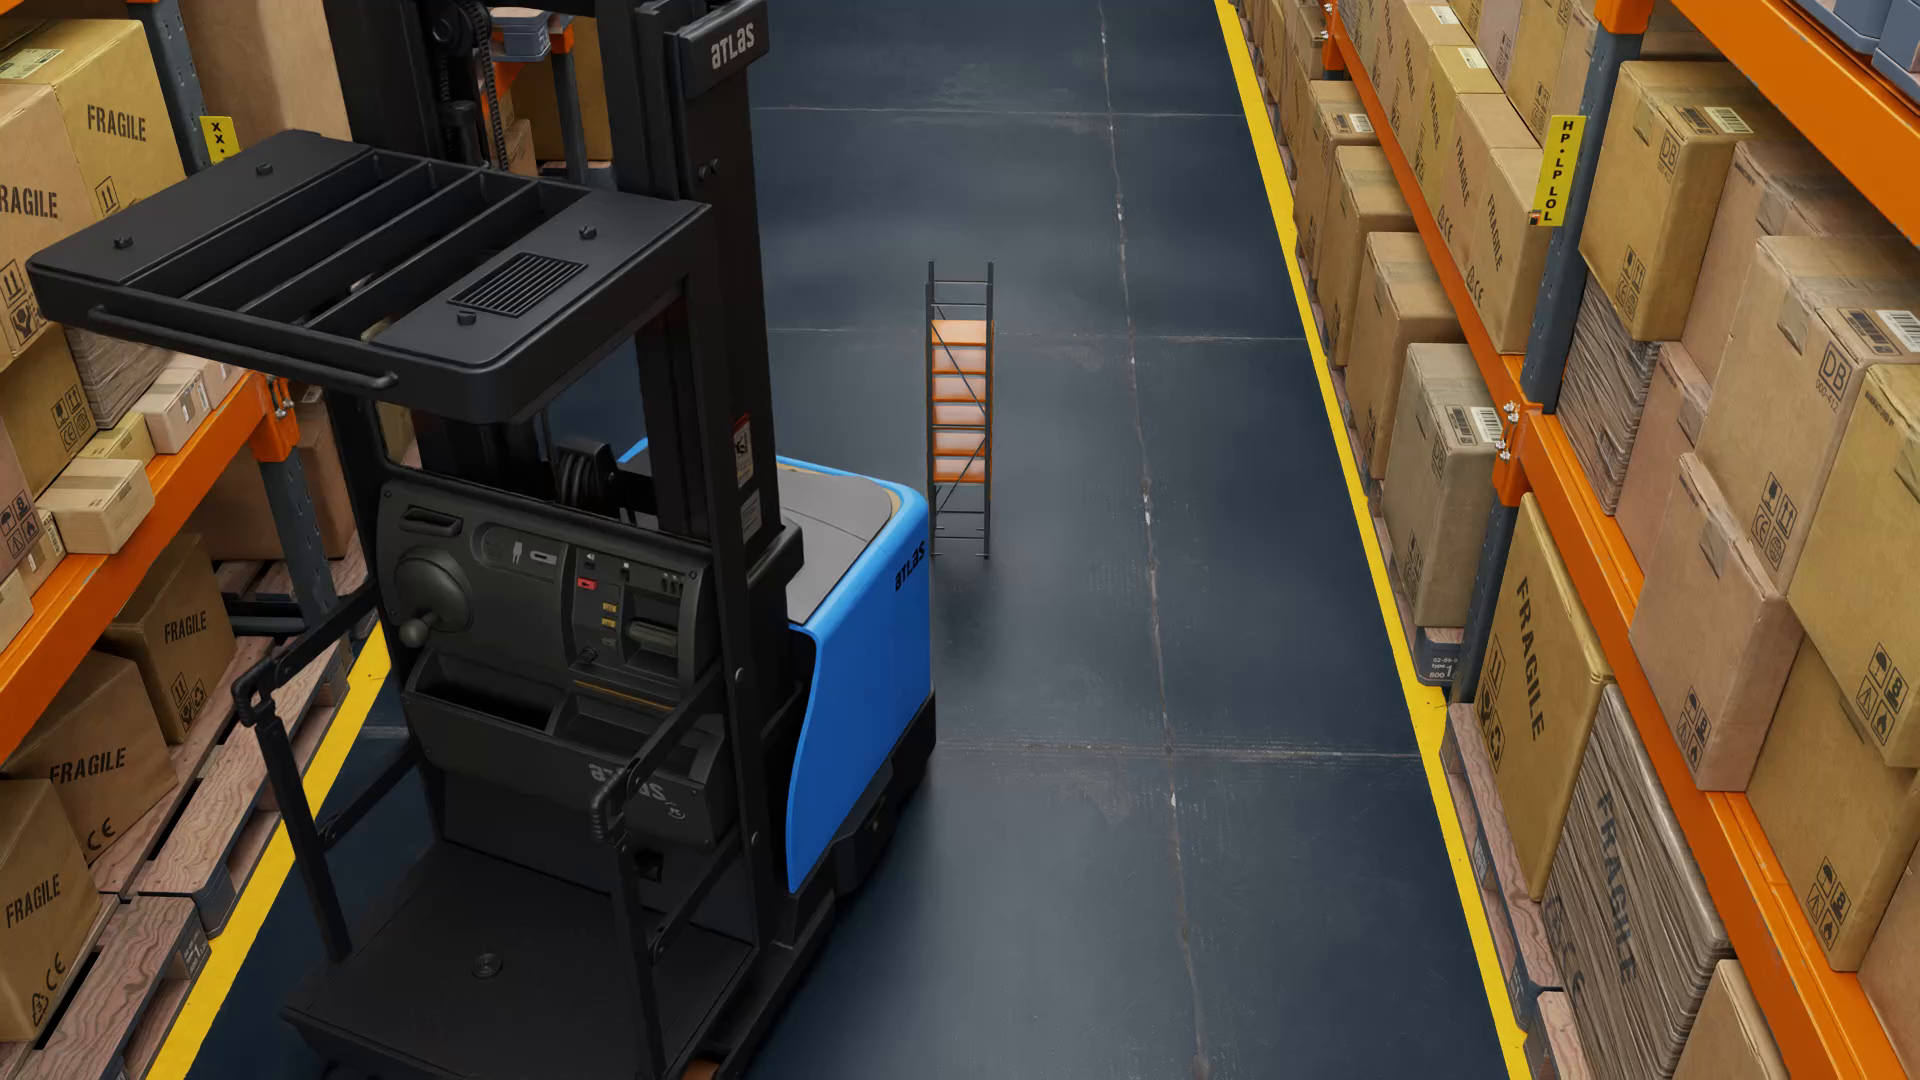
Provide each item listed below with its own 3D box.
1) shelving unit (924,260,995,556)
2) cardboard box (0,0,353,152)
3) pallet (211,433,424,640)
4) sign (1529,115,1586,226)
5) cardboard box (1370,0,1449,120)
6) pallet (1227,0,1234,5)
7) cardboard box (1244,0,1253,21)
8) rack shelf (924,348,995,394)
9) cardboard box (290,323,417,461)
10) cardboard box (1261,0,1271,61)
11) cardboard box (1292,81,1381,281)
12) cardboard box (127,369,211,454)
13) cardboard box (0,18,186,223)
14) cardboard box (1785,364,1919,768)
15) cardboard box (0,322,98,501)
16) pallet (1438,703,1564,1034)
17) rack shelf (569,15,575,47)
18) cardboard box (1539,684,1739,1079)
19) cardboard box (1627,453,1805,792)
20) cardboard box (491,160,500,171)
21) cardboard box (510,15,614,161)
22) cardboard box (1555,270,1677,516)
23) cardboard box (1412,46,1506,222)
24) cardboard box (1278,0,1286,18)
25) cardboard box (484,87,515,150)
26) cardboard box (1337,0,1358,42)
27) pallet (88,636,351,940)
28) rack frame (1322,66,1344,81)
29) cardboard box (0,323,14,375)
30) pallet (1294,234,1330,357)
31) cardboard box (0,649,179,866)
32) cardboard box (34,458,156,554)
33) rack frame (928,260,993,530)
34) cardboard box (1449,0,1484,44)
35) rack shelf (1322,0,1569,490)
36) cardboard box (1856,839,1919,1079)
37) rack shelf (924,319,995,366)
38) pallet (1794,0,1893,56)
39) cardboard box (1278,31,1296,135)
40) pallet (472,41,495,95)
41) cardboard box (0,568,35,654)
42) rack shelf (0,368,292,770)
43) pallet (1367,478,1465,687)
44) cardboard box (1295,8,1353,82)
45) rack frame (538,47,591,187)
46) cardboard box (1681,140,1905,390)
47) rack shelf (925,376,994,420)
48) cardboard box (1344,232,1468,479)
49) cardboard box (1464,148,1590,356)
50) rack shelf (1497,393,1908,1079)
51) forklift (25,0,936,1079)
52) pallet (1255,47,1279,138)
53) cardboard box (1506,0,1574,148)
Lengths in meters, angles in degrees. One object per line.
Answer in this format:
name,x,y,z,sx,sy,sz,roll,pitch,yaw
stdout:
shelving unit,-0.001,-0.483,6.393,0.258,1.200,0.189,1,35,2
cardboard box,-2.555,-1.630,5.574,1.000,1.000,1.000,2,35,2
pallet,-2.697,-0.066,6.661,1.003,0.211,1.213,1,35,2
sign,1.683,-1.035,4.676,0.100,0.325,0.005,1,35,2
cardboard box,2.060,-2.092,7.032,0.500,0.500,0.500,1,35,2
pallet,2.538,-4.429,12.869,1.003,0.211,1.213,1,35,2
cardboard box,2.252,-3.914,11.519,0.500,0.500,0.500,3,35,4
rack shelf,-0.001,-0.643,6.281,0.258,0.103,0.180,1,35,2
cardboard box,-2.643,-0.543,6.705,0.700,0.500,0.500,1,35,2
cardboard box,2.225,-3.309,10.658,0.500,0.500,0.500,2,35,3
cardboard box,2.272,-1.789,8.278,1.050,0.750,0.750,1,35,1
cardboard box,-2.461,-0.383,4.905,0.380,0.149,0.250,1,35,2
cardboard box,-2.470,-1.066,4.444,0.500,0.500,0.500,1,35,2
cardboard box,2.098,0.051,2.999,0.875,0.550,0.500,1,35,2
cardboard box,-2.862,-0.379,4.335,0.875,0.500,0.500,1,35,2
pallet,2.116,0.989,5.159,1.003,0.211,1.213,1,35,2
rack shelf,-2.486,-3.913,10.334,1.077,0.370,4.000,1,35,2
cardboard box,2.098,0.988,4.218,0.875,0.875,0.875,2,35,2
cardboard box,2.084,0.188,3.744,0.875,0.550,0.550,1,35,2
cardboard box,-2.582,-1.511,8.082,0.700,0.500,0.500,-1,35,-2
cardboard box,-2.518,-2.756,9.546,1.225,0.875,0.875,0,35,0
cardboard box,2.222,-0.436,4.631,0.875,0.550,0.550,1,35,2
cardboard box,2.020,-1.515,6.209,0.500,0.500,0.500,2,35,2
cardboard box,2.197,-3.322,10.025,0.500,0.250,0.500,2,35,3
cardboard box,-2.563,-2.136,8.320,0.500,0.250,0.500,3,35,4
cardboard box,2.098,-2.674,7.860,0.500,0.500,0.500,2,35,2
pallet,-2.718,0.768,5.474,1.003,0.211,1.213,1,35,2
rack frame,2.386,-2.885,8.247,1.000,3.000,0.127,1,35,2
cardboard box,-2.510,-0.492,3.626,0.500,0.500,0.500,1,35,2
pallet,2.279,-1.293,8.406,1.003,0.211,1.213,1,35,2
cardboard box,-2.798,0.649,5.026,0.500,0.500,0.500,12,37,17
cardboard box,-2.430,-0.095,4.495,0.380,0.149,0.250,1,35,2
rack frame,0.003,-0.535,6.468,0.240,1.200,0.006,1,35,2
cardboard box,2.300,-2.198,6.313,0.700,0.500,0.500,1,35,1
rack shelf,2.306,-1.442,6.818,1.077,0.370,4.000,1,35,2
cardboard box,2.182,0.800,2.872,0.875,0.550,0.550,1,35,2
rack shelf,-0.001,-0.741,6.212,0.258,0.103,0.180,1,35,2
pallet,2.182,-1.308,3.471,1.003,0.211,1.213,1,35,2
cardboard box,2.176,-2.717,9.815,0.500,0.500,0.500,3,35,4
pallet,-2.605,-1.841,6.928,1.003,0.211,1.213,1,35,2
cardboard box,-2.541,0.190,4.089,0.380,0.149,0.250,1,35,2
rack shelf,-2.807,0.684,3.794,1.077,0.370,4.000,1,35,2
pallet,2.181,0.109,6.412,1.003,0.211,1.213,1,35,2
cardboard box,2.151,-2.740,9.197,0.500,0.250,0.500,1,35,1
rack frame,-2.566,-3.058,8.492,1.000,3.000,0.127,1,35,2
cardboard box,2.270,-0.560,3.869,0.875,0.550,0.550,1,35,2
rack shelf,-0.001,-0.544,6.350,0.258,0.103,0.180,1,35,2
cardboard box,2.203,-0.751,6.802,1.050,0.750,0.750,1,35,2
cardboard box,1.979,-0.934,5.383,0.500,0.500,0.500,1,35,2
rack shelf,2.145,0.856,3.548,1.077,0.370,4.000,1,35,2
forklift,-1.123,0.195,3.923,1.130,2.935,3.031,14,37,19
pallet,2.470,-2.892,10.682,1.003,0.211,1.213,1,35,2
cardboard box,2.258,-1.618,5.487,0.700,0.500,0.500,1,35,1
